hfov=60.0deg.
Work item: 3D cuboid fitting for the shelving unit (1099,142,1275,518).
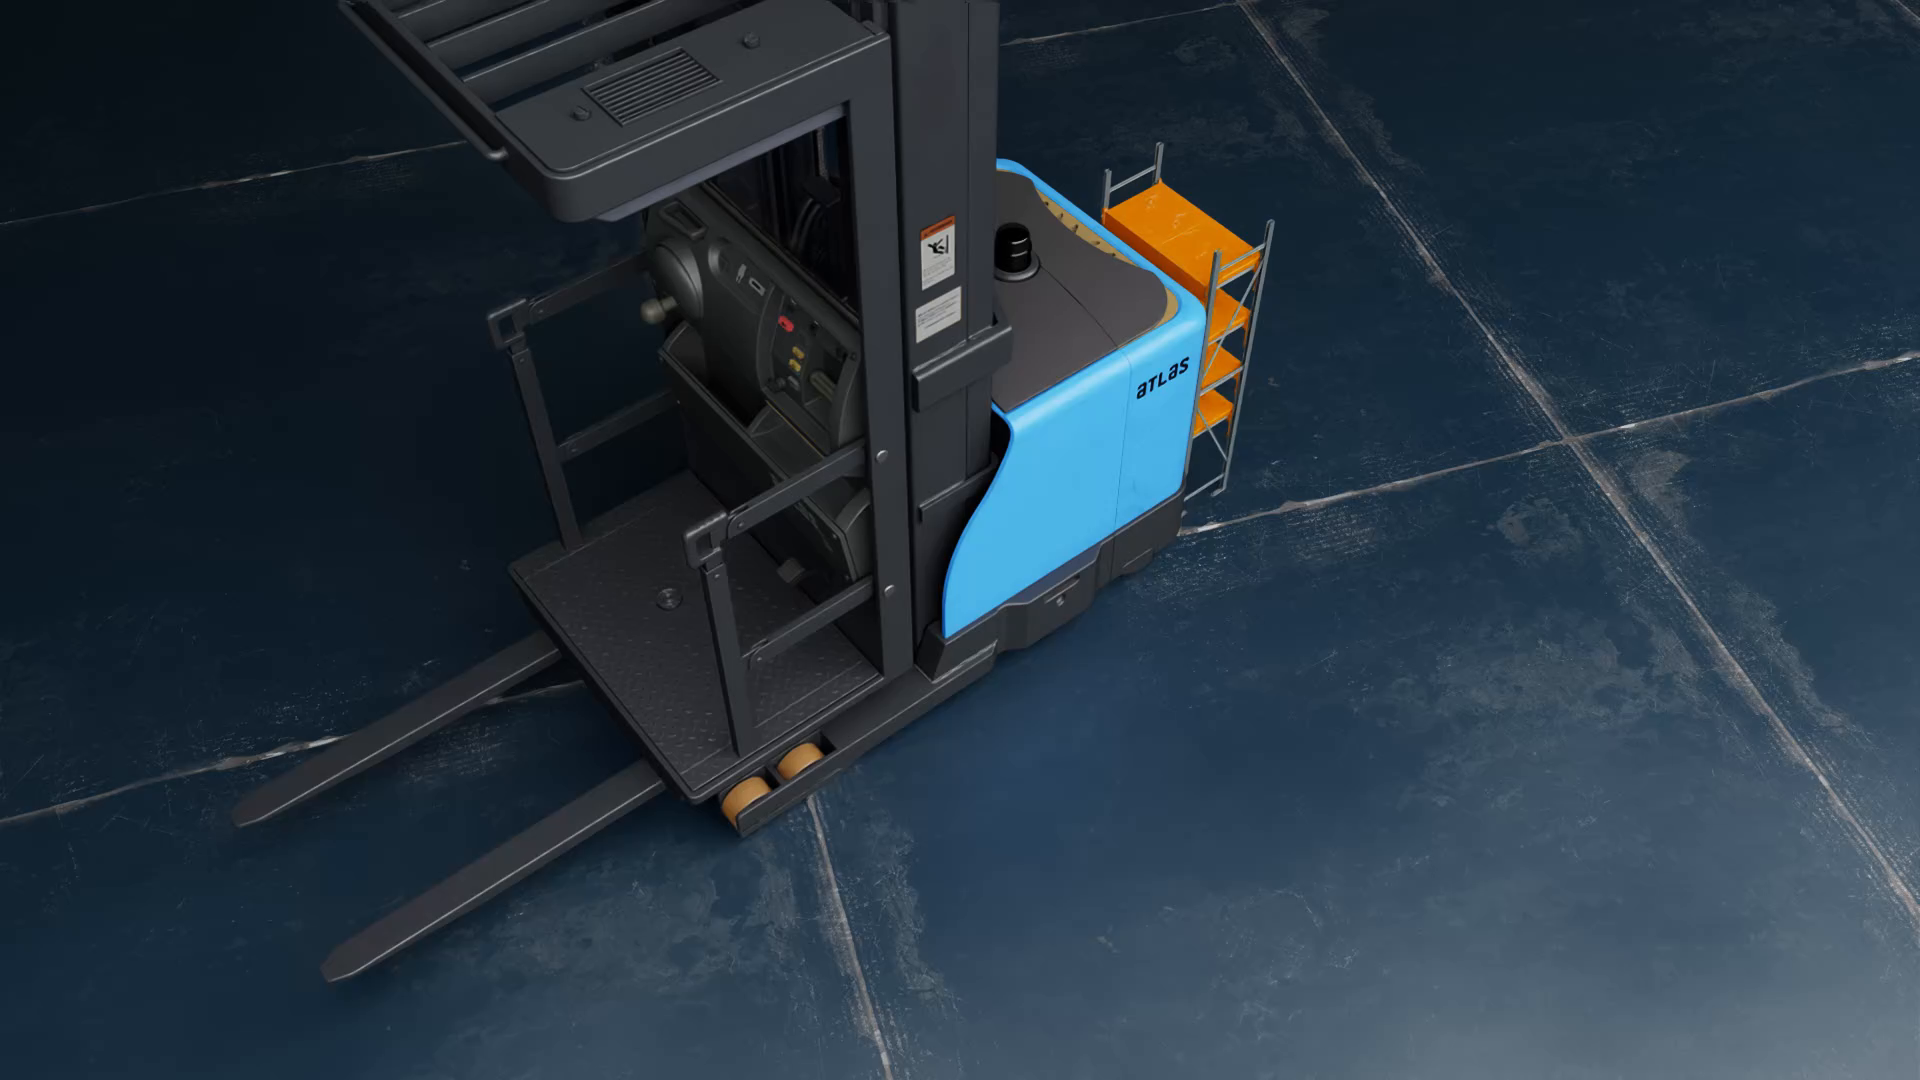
[{"bbox_3d":[0.694,-0.661,5.522,0.258,1.200,0.503,-31,57,-24],"label":"shelving unit"}]

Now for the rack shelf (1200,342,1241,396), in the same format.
[{"bbox_3d":[0.693,-0.618,5.574,0.258,0.148,0.480,-31,57,-24],"label":"rack shelf"}]

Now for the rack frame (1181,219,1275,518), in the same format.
[{"bbox_3d":[0.845,-0.515,5.399,0.240,1.200,0.015,-31,57,-24],"label":"rack frame"}]

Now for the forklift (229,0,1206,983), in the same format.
[{"bbox_3d":[-0.717,-0.532,4.282,3.031,2.935,1.130,-31,57,-24],"label":"forklift"}]

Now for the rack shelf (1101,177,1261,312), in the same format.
[{"bbox_3d":[0.694,-0.915,5.222,0.258,0.148,0.480,-31,57,-24],"label":"rack shelf"}]

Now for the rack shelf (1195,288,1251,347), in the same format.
[{"bbox_3d":[0.694,-0.762,5.403,0.258,0.148,0.480,-31,57,-24],"label":"rack shelf"}]

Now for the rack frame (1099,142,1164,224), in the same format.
[{"bbox_3d":[0.542,-0.807,5.646,0.240,1.200,0.015,-31,57,-24],"label":"rack frame"}]

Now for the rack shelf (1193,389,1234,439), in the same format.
[{"bbox_3d":[0.693,-0.490,5.725,0.258,0.148,0.480,-31,57,-24],"label":"rack shelf"}]
